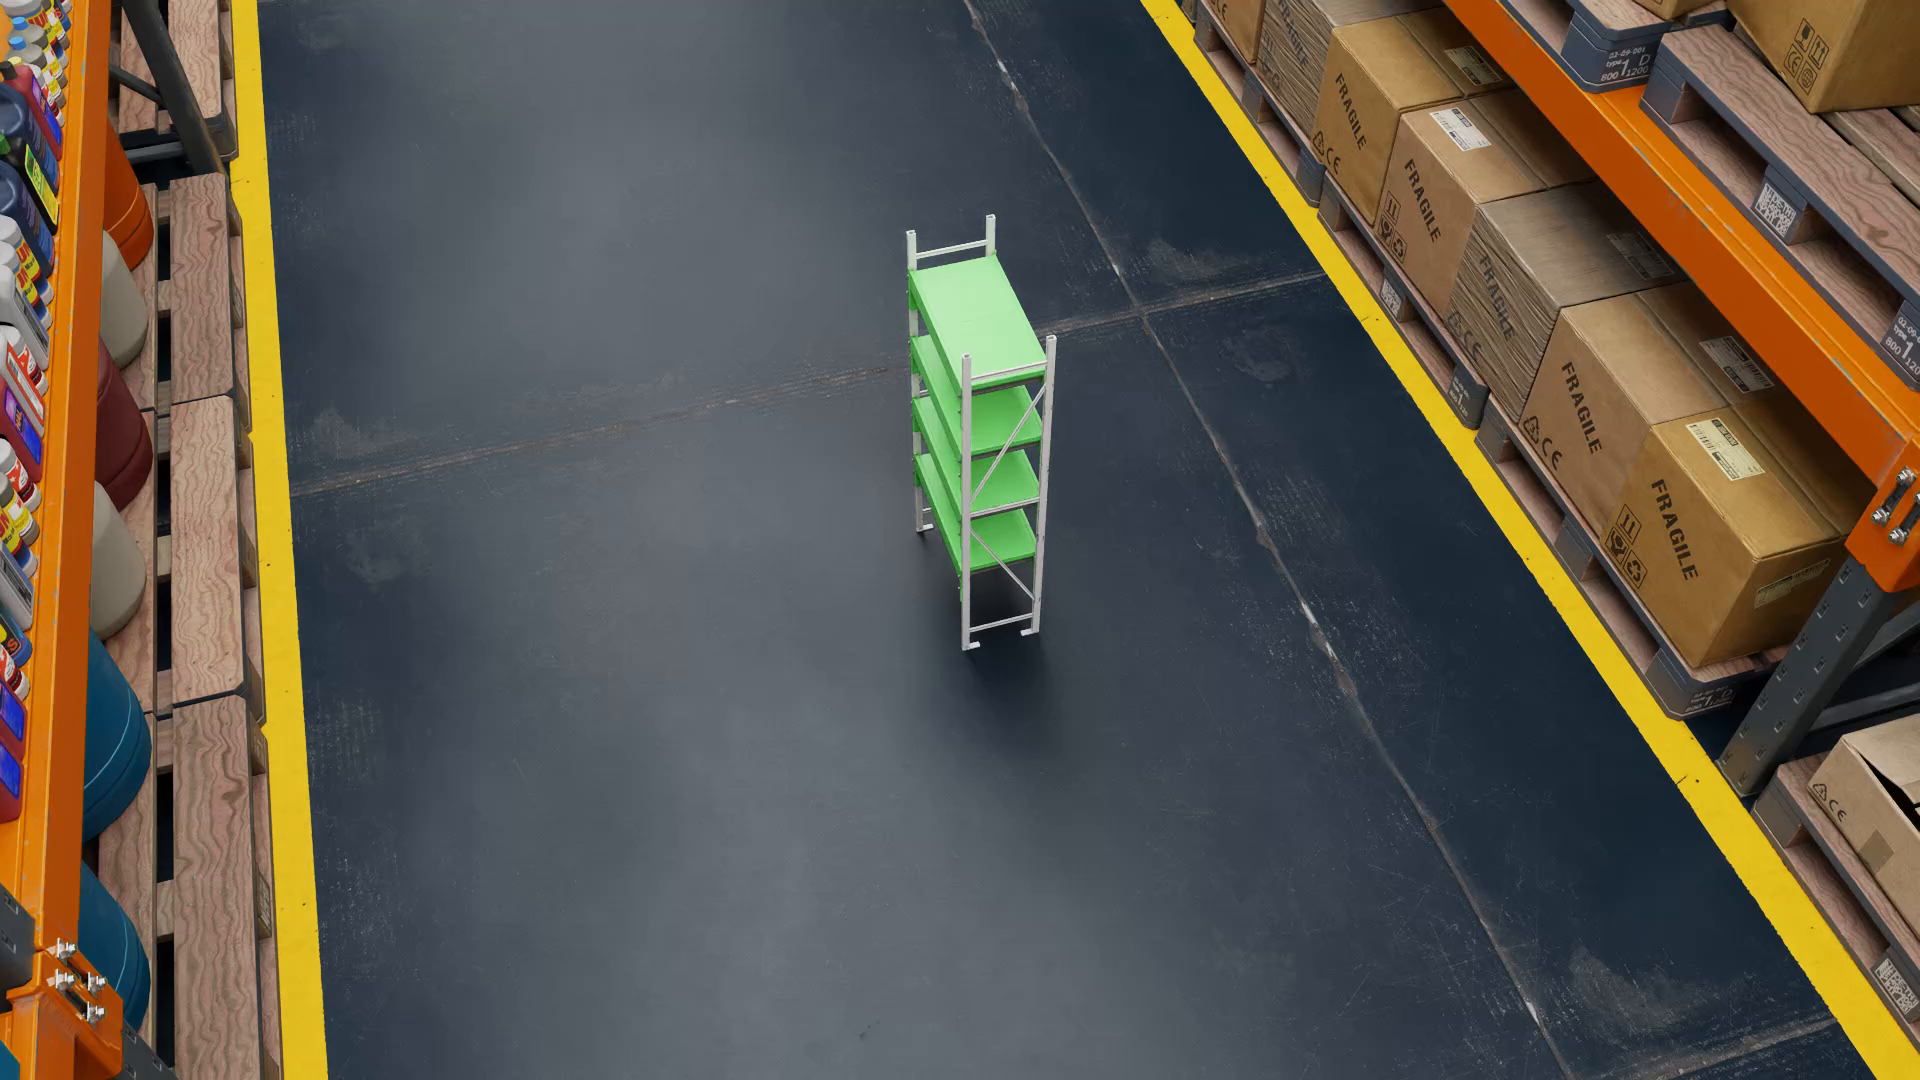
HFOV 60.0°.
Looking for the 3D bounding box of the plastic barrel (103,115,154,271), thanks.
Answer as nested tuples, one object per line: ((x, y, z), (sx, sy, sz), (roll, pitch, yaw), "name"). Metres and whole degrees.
((-3.122, -1.287, 5.518), (0.600, 0.830, 0.708), (-13, 51, -11), "plastic barrel")

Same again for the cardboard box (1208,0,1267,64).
((1.311, -2.261, 6.541), (0.500, 0.500, 0.500), (-11, 51, -9), "cardboard box")

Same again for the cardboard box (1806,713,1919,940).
((2.550, 0.680, 4.186), (0.500, 0.311, 0.500), (-13, 51, -11), "cardboard box")

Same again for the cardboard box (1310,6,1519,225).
((1.615, -1.512, 5.910), (0.500, 0.500, 0.500), (-14, 51, -11), "cardboard box")

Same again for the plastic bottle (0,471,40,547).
((-2.018, -0.073, 3.479), (0.097, 0.201, 0.097), (0, 50, 0), "plastic bottle")

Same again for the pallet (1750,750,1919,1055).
((2.835, 1.000, 4.269), (1.003, 0.211, 1.213), (-13, 51, -11), "pallet")

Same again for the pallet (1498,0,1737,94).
((2.029, -1.841, 4.965), (1.003, 0.211, 1.213), (-13, 51, -11), "pallet")

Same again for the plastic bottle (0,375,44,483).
((-2.064, -0.259, 3.582), (0.061, 0.283, 0.133), (-13, 51, -11), "plastic bottle")

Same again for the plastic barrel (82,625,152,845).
((-2.454, 0.339, 4.100), (0.600, 0.901, 0.708), (-13, 51, -11), "plastic barrel")

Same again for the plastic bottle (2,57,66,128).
((-2.470, -1.187, 4.419), (0.097, 0.201, 0.097), (0, 50, 0), "plastic bottle")

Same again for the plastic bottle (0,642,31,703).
((-1.892, 0.239, 3.217), (0.097, 0.201, 0.097), (0, 50, 0), "plastic bottle")

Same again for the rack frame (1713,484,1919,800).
((2.633, -0.401, 3.626), (1.000, 3.000, 0.127), (-13, 51, -11), "rack frame")

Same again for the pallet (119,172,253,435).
((-3.010, -0.740, 5.735), (1.003, 0.211, 1.213), (-13, 51, -11), "pallet")

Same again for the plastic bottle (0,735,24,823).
((-1.801, 0.390, 3.036), (0.061, 0.283, 0.133), (-13, 51, -11), "plastic bottle")

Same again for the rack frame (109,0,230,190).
((-3.283, -2.205, 5.147), (1.000, 3.000, 0.127), (-13, 51, -11), "rack frame")

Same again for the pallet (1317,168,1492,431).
((1.992, -0.980, 5.938), (1.003, 0.211, 1.213), (-13, 51, -11), "pallet")

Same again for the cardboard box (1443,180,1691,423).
((1.927, -0.762, 5.277), (0.500, 0.500, 0.500), (-13, 51, -11), "cardboard box")

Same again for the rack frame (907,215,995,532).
((-0.023, -0.444, 4.840), (0.240, 1.200, 0.015), (-13, 51, -11), "rack frame")

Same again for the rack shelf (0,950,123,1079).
((-1.509, 2.409, 1.728), (1.077, 0.370, 4.000), (-13, 51, -11), "rack shelf")

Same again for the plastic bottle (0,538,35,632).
((-1.981, 0.065, 3.314), (0.152, 0.276, 0.135), (-13, 51, -11), "plastic bottle")

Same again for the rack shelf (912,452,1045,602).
((0.049, -0.070, 4.922), (0.258, 0.148, 0.480), (-13, 51, -11), "rack shelf")

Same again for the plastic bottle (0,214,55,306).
((-2.252, -0.674, 3.940), (0.097, 0.271, 0.097), (0, 50, 0), "plastic bottle")

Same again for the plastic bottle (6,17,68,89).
((-2.527, -1.329, 4.539), (0.097, 0.201, 0.097), (0, 50, 0), "plastic bottle")

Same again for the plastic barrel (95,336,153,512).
((-2.788, -0.385, 4.915), (0.600, 0.588, 0.708), (-13, 51, -11), "plastic barrel")

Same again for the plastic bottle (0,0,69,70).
((-2.556, -1.423, 4.572), (0.097, 0.271, 0.097), (0, 50, 0), "plastic bottle")

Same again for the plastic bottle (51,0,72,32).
((-2.613, -1.565, 4.692), (0.097, 0.271, 0.097), (0, 50, 0), "plastic bottle")

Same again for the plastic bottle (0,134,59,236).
((-2.324, -0.901, 4.124), (0.061, 0.283, 0.133), (-13, 51, -11), "plastic bottle")

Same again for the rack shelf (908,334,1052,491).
((0.049, -0.379, 4.555), (0.258, 0.148, 0.480), (-13, 51, -11), "rack shelf")

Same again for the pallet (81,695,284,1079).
((-2.289, 1.043, 4.233), (1.003, 0.211, 1.213), (-13, 51, -11), "pallet")

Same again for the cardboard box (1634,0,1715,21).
((2.051, -1.845, 4.503), (0.700, 0.500, 0.500), (-25, 54, -20), "cardboard box")

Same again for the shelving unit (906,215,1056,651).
((0.049, -0.266, 4.689), (0.258, 1.200, 0.503), (-13, 51, -11), "shelving unit")

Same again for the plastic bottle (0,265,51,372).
((-2.216, -0.513, 3.802), (0.152, 0.276, 0.135), (-13, 51, -11), "plastic bottle")

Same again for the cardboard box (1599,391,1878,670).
((2.213, -0.032, 4.662), (0.500, 0.500, 0.500), (-14, 51, -11), "cardboard box")

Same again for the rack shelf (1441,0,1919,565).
((2.041, -1.629, 5.132), (1.077, 0.370, 4.000), (-13, 51, -11), "rack shelf")
